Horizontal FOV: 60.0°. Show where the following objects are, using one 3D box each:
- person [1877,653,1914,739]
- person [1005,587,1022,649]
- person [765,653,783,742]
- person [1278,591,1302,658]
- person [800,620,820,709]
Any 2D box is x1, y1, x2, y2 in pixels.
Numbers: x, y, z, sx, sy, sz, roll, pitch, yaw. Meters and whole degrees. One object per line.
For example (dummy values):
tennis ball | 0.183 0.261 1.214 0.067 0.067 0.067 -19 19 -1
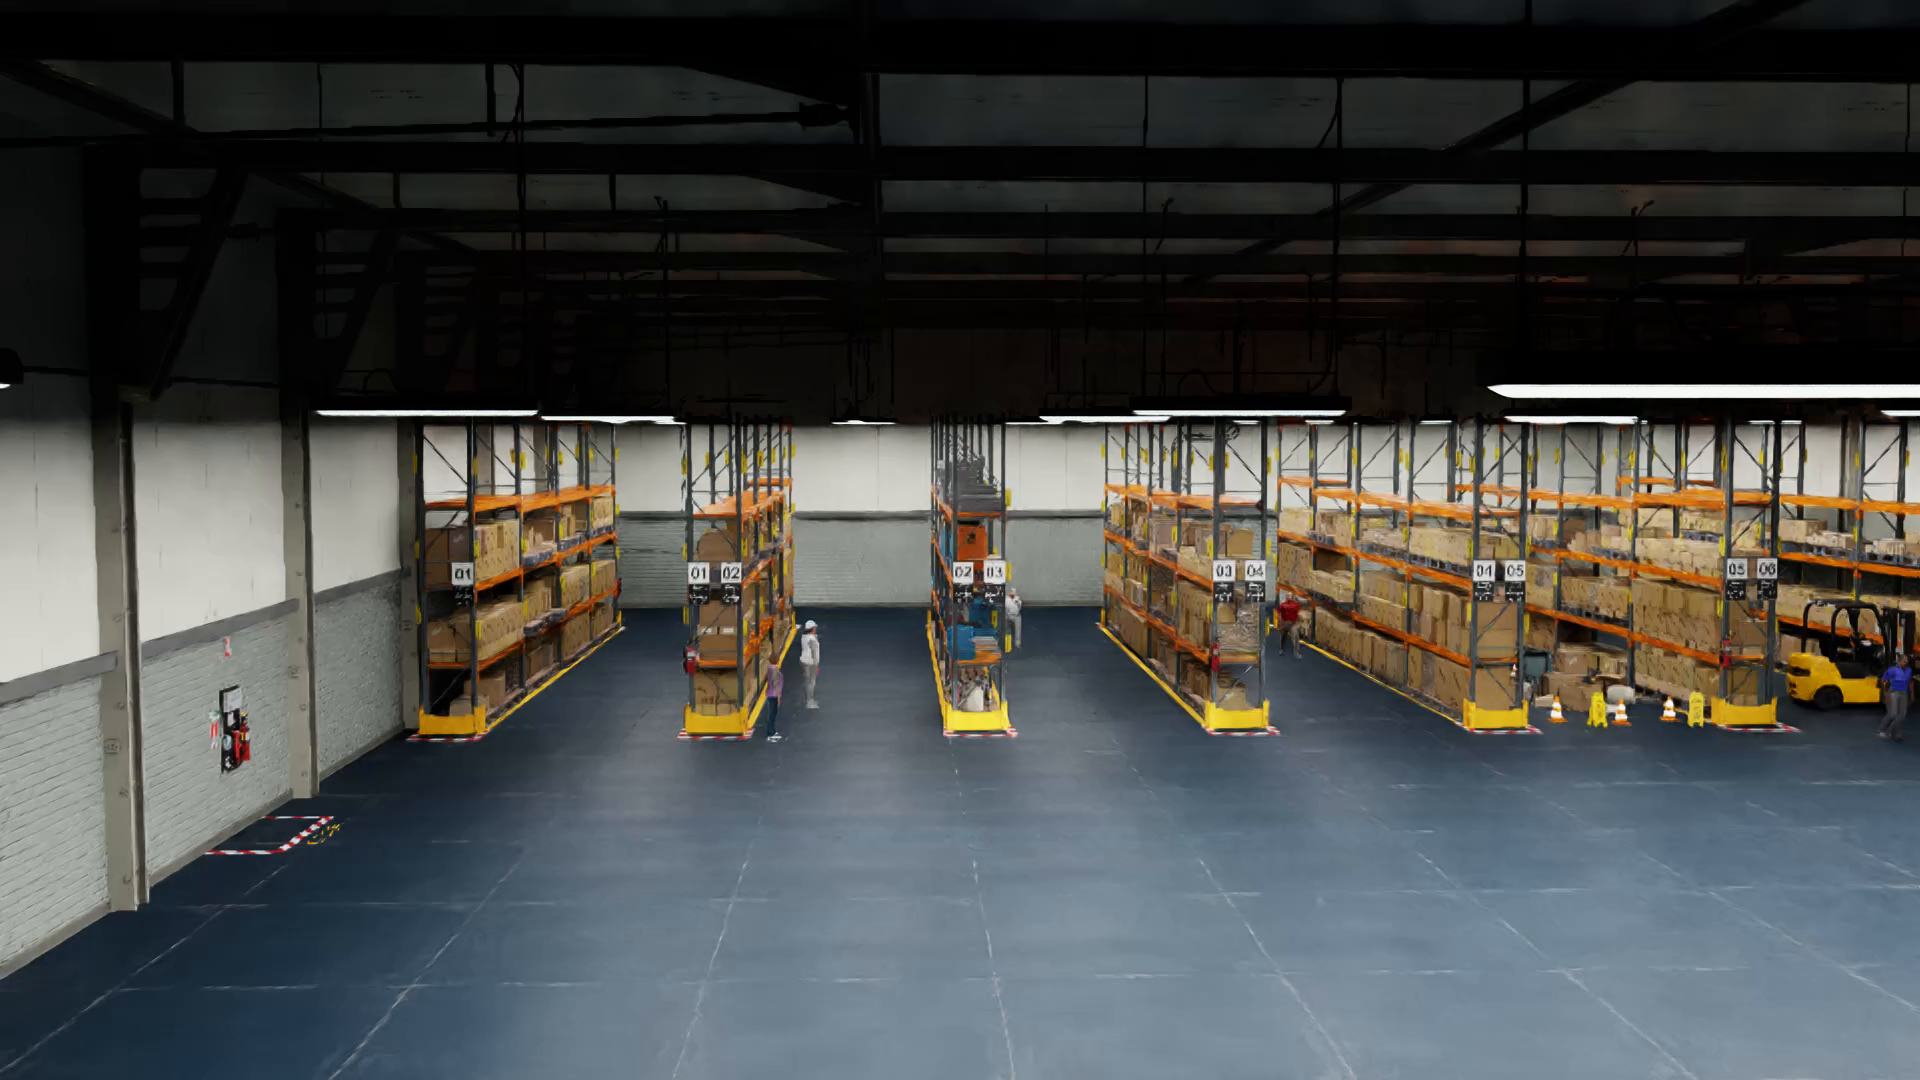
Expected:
person | 17.153 2.856 30.457 0.592 1.604 0.518 0 4 -5
person | 1.354 1.996 42.953 0.497 1.583 1.090 0 4 0
person | -3.382 2.846 30.297 0.347 1.596 0.534 -1 4 -16
person | 8.160 2.076 41.268 0.542 1.645 1.126 0 4 0
person | -3.008 2.513 33.885 0.463 1.782 0.598 -2 4 -29
